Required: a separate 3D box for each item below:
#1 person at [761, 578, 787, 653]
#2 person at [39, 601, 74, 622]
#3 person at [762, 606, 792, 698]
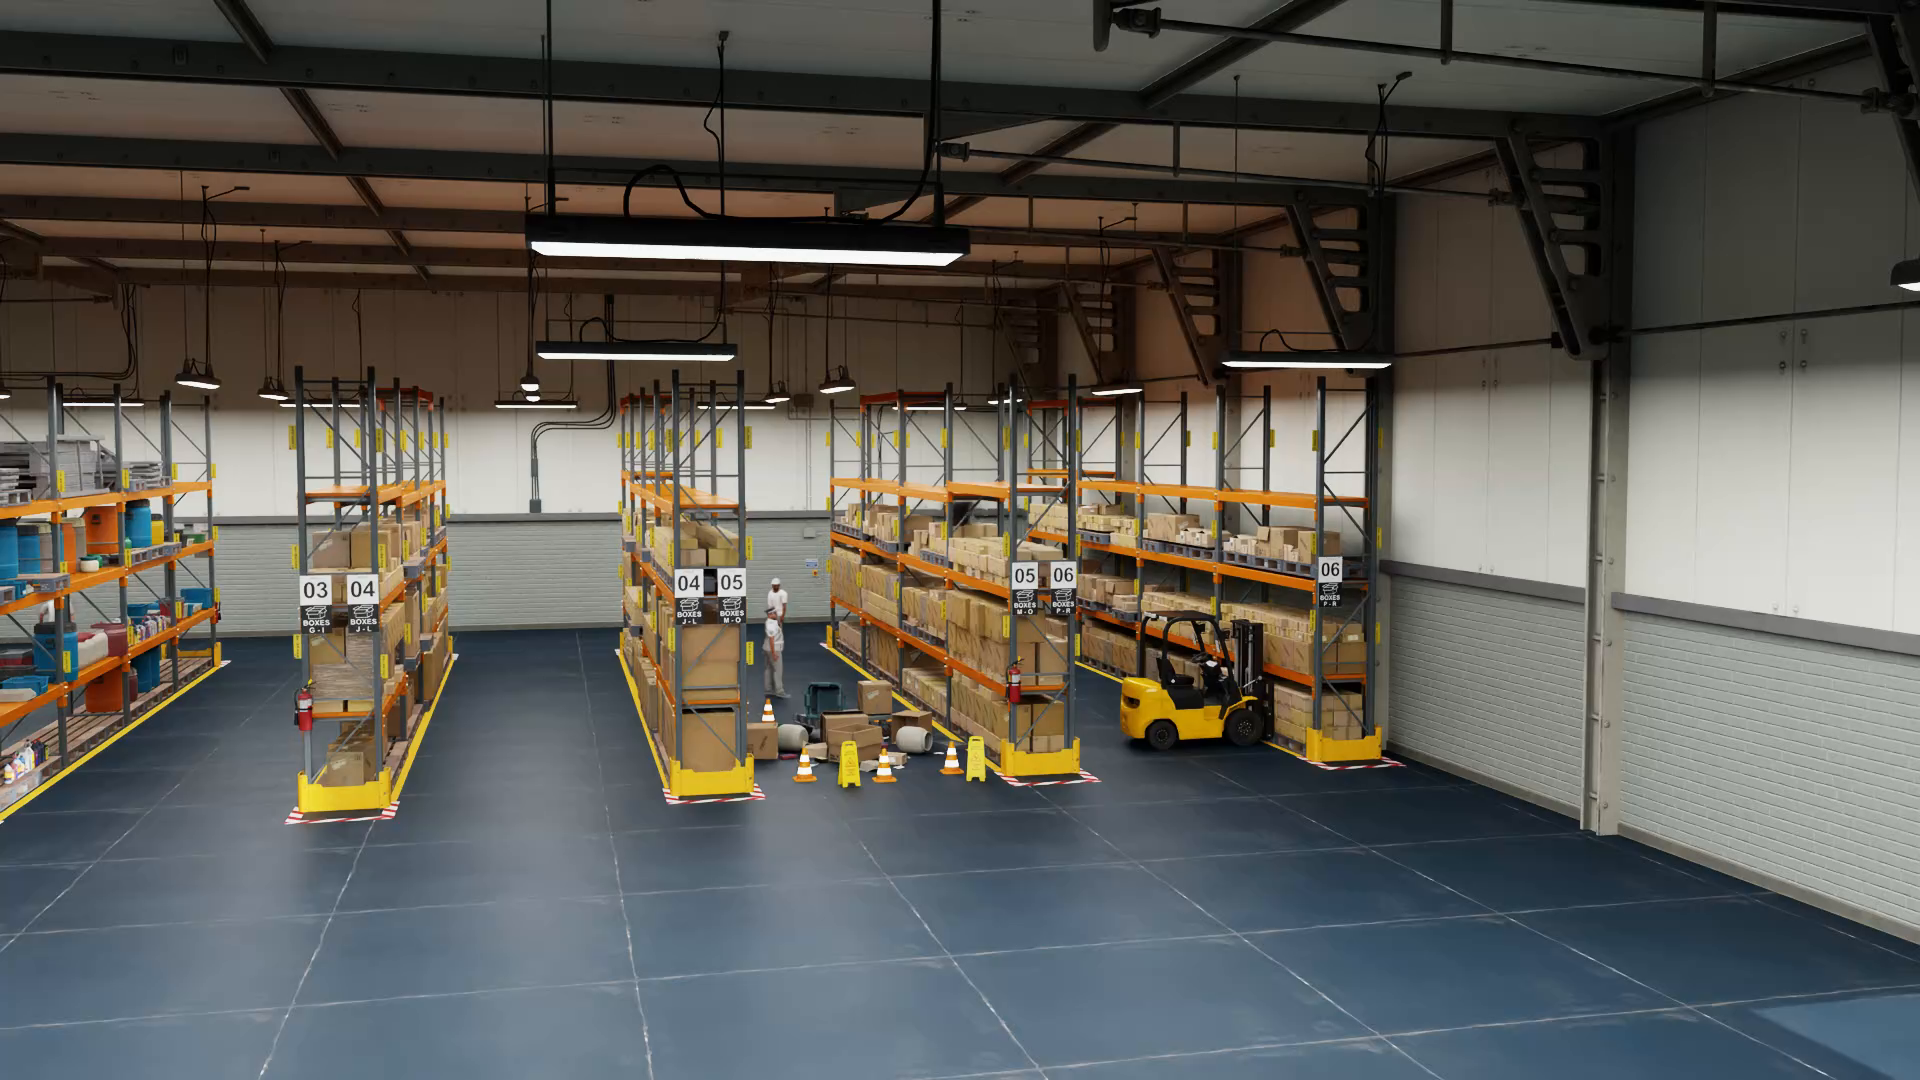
[{"bbox_3d":[-4.371,1.797,39.197,0.609,1.801,0.461,3,4,38],"label":"person"},{"bbox_3d":[-19.893,1.980,36.664,0.759,1.807,0.878,-1,4,-15],"label":"person"},{"bbox_3d":[-3.605,2.176,32.592,0.505,1.801,0.571,-1,4,-21],"label":"person"}]
